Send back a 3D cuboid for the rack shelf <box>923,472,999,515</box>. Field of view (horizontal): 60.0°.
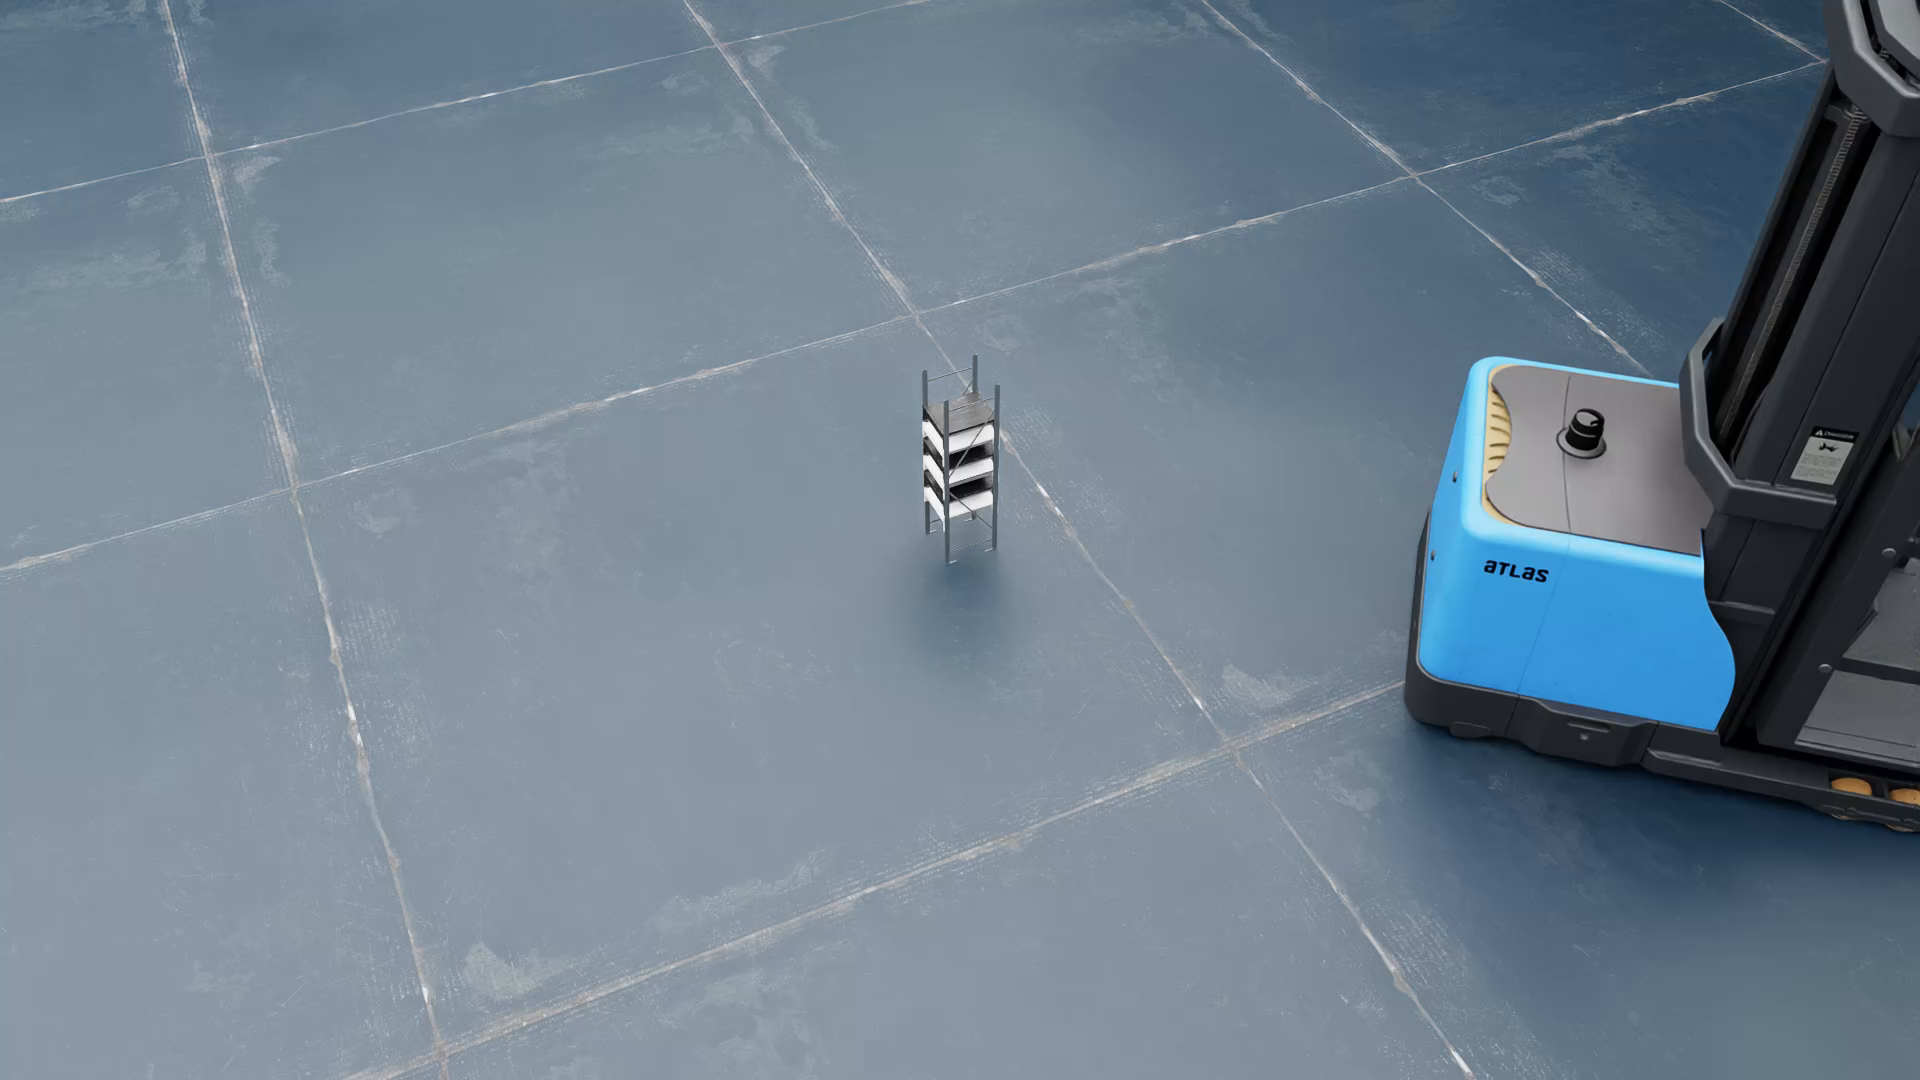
[{"bbox_3d":[0.003,-0.227,6.884,0.258,0.077,0.200,-18,47,-17],"label":"rack shelf"}]

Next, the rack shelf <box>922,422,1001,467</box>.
[{"bbox_3d":[0.003,-0.420,6.695,0.258,0.077,0.200,-18,47,-17],"label":"rack shelf"}]

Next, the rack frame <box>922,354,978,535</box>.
[{"bbox_3d":[-0.039,-0.380,6.863,0.240,0.900,0.006,-18,47,-17],"label":"rack frame"}]

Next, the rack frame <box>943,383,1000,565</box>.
[{"bbox_3d":[0.046,-0.250,6.732,0.240,0.900,0.006,-18,47,-17],"label":"rack frame"}]

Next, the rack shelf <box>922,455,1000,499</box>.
[{"bbox_3d":[0.003,-0.291,6.821,0.258,0.077,0.200,-18,47,-17],"label":"rack shelf"}]

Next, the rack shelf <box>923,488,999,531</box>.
[{"bbox_3d":[0.003,-0.163,6.947,0.258,0.077,0.200,-18,47,-17],"label":"rack shelf"}]

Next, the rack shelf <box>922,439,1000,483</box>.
[{"bbox_3d":[0.003,-0.355,6.758,0.258,0.077,0.200,-18,47,-17],"label":"rack shelf"}]

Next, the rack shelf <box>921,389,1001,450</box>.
[{"bbox_3d":[0.003,-0.484,6.631,0.258,0.077,0.200,-18,47,-17],"label":"rack shelf"}]

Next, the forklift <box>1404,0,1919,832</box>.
[{"bbox_3d":[3.280,-0.400,5.438,3.031,2.935,1.130,10,46,10],"label":"forklift"}]

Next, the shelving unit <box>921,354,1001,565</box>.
[{"bbox_3d":[0.003,-0.315,6.798,0.258,0.900,0.210,-18,47,-17],"label":"shelving unit"}]
